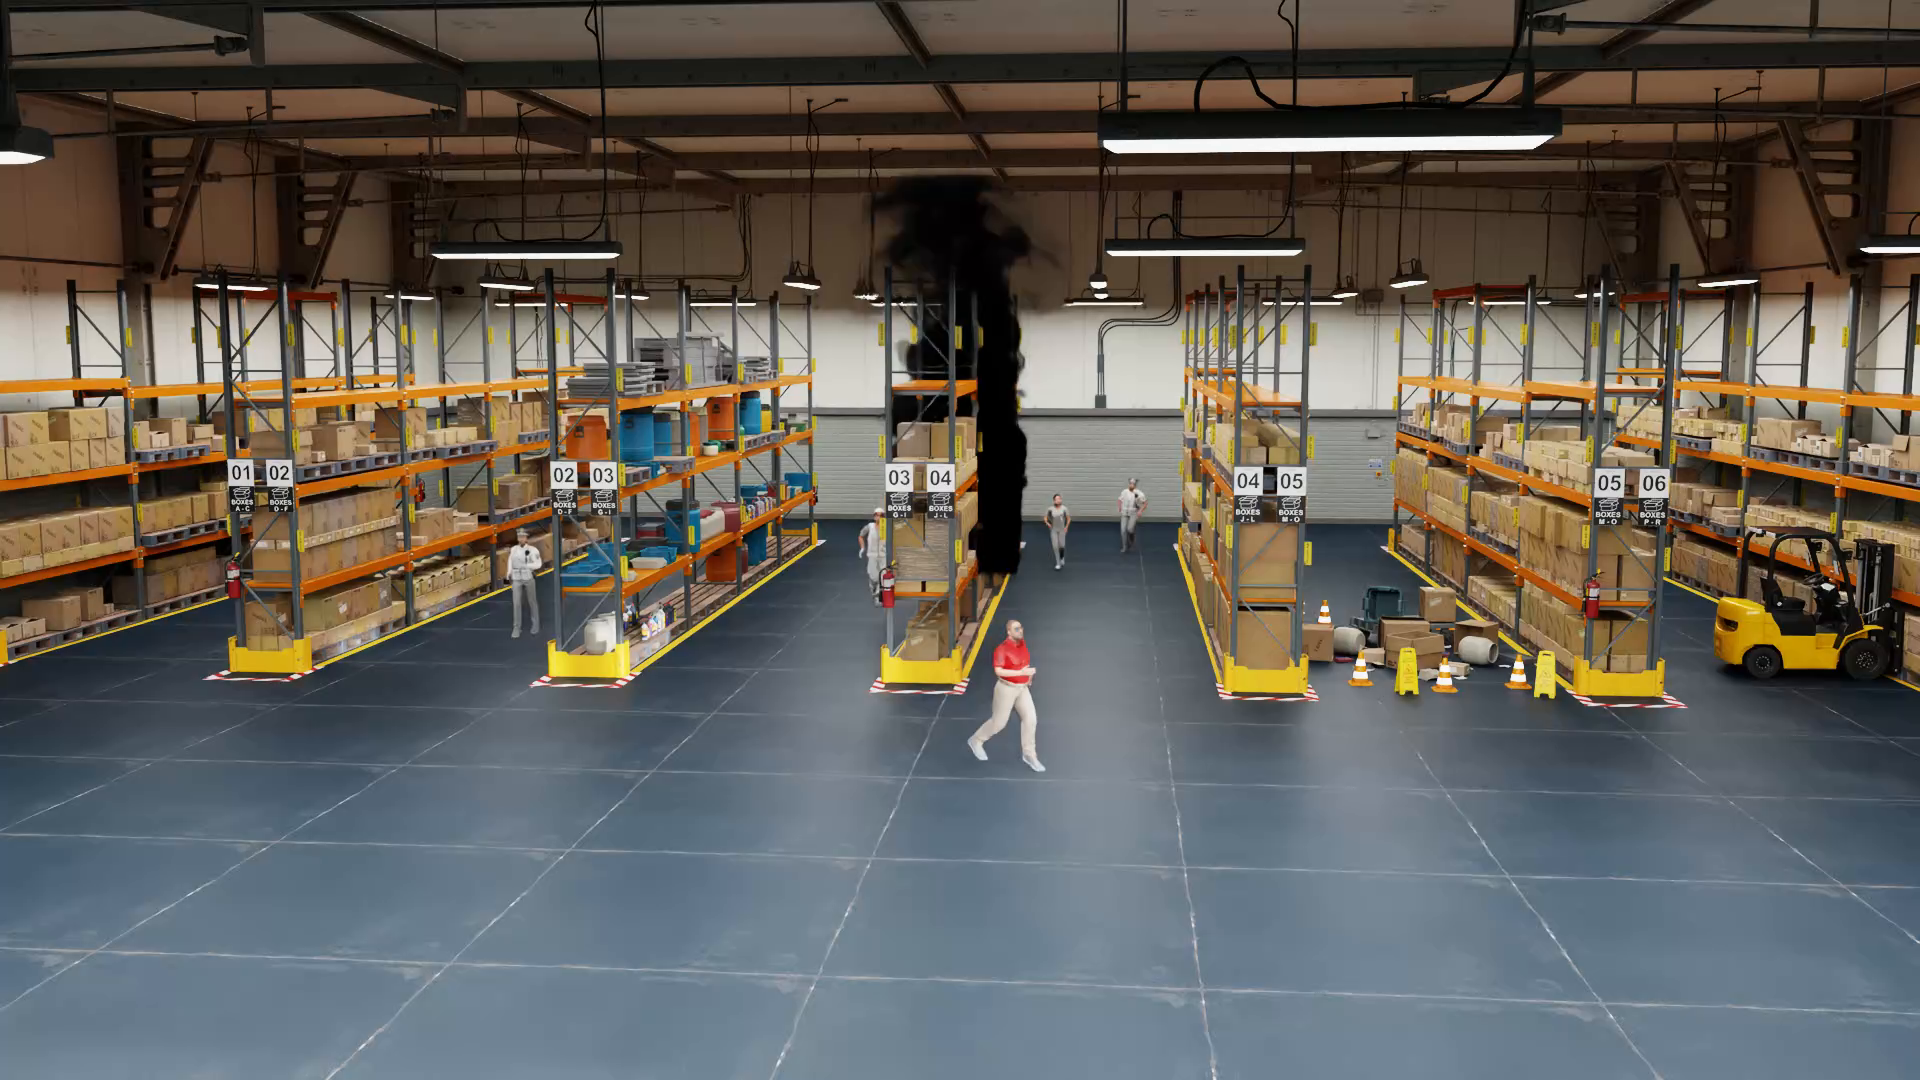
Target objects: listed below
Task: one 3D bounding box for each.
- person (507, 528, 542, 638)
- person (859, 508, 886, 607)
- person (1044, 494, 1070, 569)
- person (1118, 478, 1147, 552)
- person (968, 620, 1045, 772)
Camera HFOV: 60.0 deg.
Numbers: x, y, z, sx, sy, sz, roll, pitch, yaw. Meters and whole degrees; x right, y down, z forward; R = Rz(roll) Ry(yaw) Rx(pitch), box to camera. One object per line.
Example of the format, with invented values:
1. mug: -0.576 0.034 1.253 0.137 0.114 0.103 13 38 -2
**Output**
1. person: -6.919 0.667 26.371 0.611 1.731 0.876 0 7 2
2. person: -1.427 0.319 29.030 0.661 1.759 0.546 -1 7 -6
3. person: 2.100 -0.056 36.062 0.584 1.384 0.545 0 7 3
4. person: 3.978 -0.587 38.940 0.688 1.756 0.528 3 8 26
5. person: 0.569 1.796 19.463 0.964 1.769 0.671 6 9 42
